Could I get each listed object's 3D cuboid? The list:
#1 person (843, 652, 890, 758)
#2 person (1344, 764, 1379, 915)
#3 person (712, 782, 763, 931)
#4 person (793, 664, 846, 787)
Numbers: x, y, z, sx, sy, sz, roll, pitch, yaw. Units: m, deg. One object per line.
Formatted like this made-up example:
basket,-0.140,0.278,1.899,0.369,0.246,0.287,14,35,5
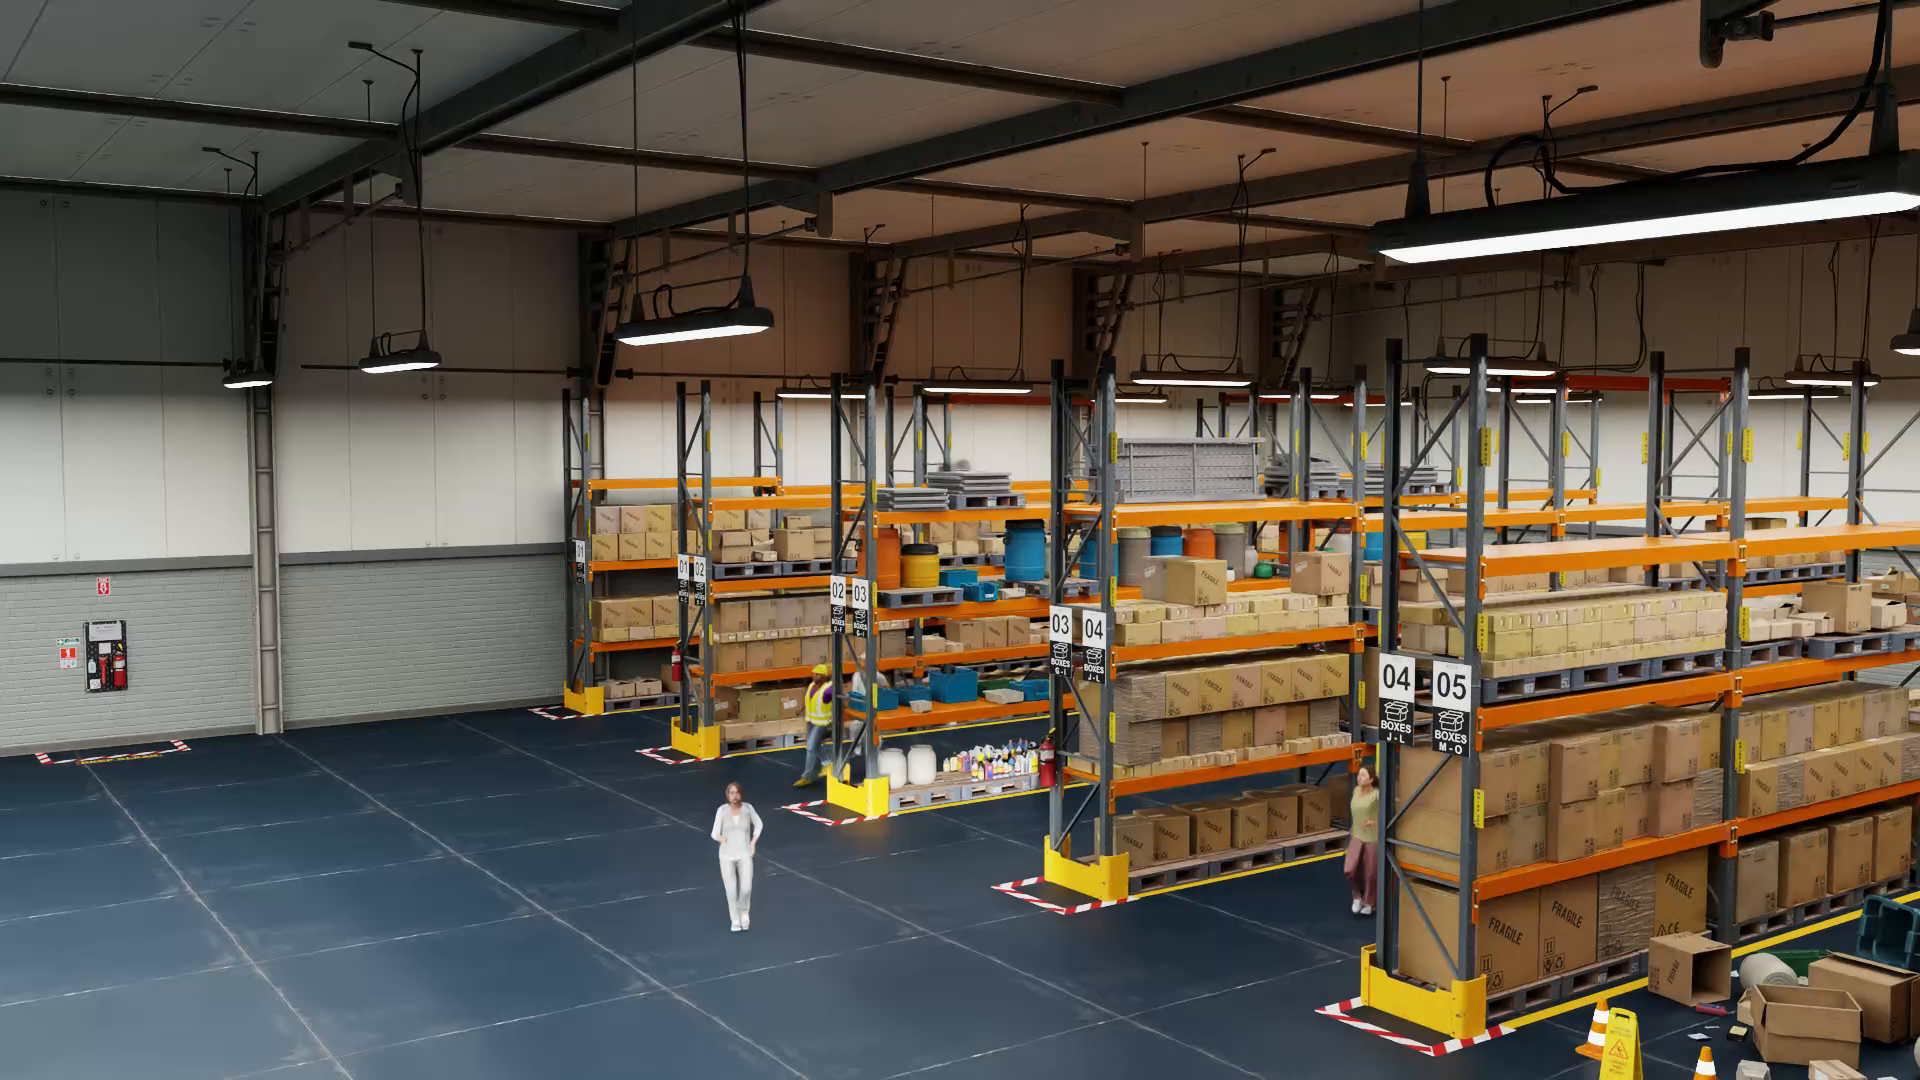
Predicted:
person,-1.425,2.514,25.273,0.655,1.633,0.901,3,5,38
person,4.318,3.199,17.684,0.558,1.636,0.597,3,5,42
person,-2.290,3.280,17.090,0.521,1.548,0.570,0,4,-7
person,-2.070,2.696,24.426,0.738,1.764,0.903,4,5,44
